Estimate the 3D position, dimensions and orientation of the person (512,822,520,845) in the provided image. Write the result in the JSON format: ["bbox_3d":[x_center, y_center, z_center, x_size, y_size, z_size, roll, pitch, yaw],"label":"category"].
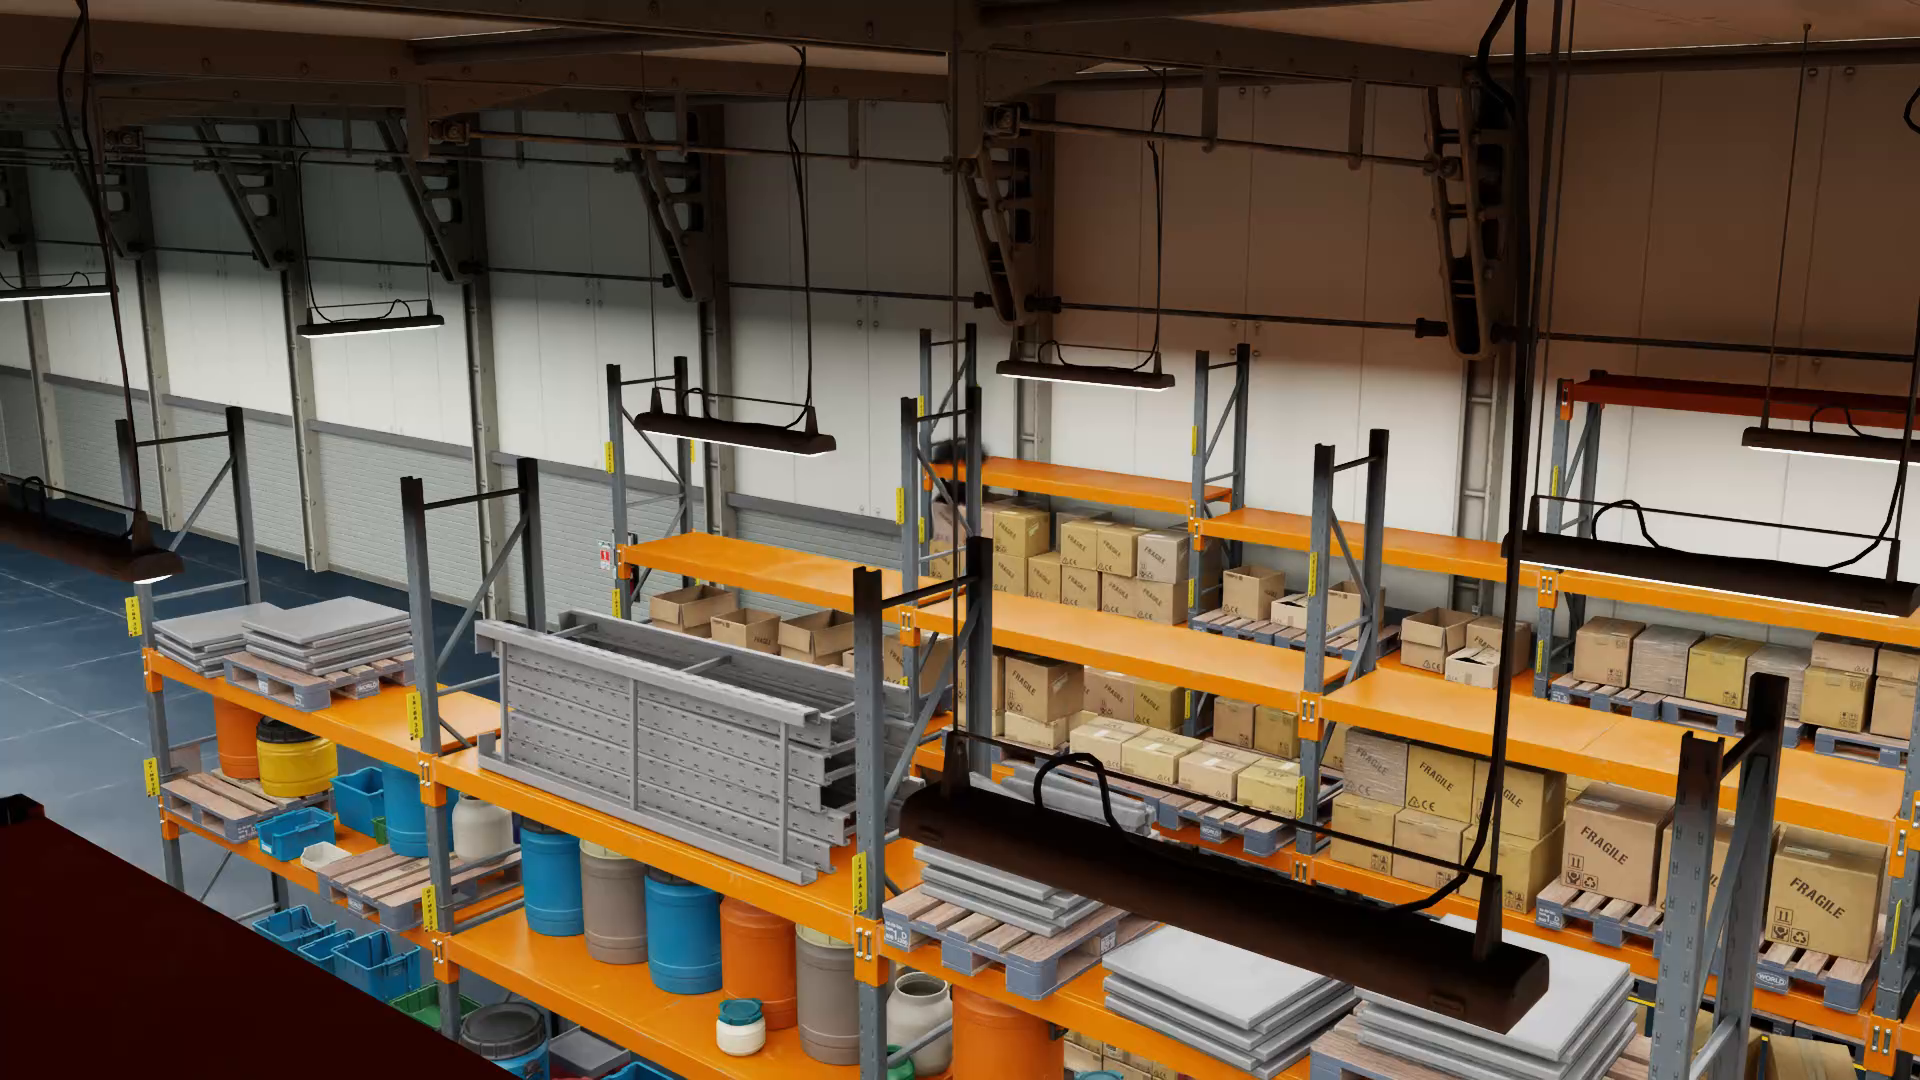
[{"bbox_3d":[-5.368,3.034,19.070,0.854,1.657,0.611,-4,13,-16],"label":"person"}]

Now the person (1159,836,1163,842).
[{"bbox_3d":[1.673,3.426,17.071,0.603,1.738,0.664,8,15,33],"label":"person"}]
